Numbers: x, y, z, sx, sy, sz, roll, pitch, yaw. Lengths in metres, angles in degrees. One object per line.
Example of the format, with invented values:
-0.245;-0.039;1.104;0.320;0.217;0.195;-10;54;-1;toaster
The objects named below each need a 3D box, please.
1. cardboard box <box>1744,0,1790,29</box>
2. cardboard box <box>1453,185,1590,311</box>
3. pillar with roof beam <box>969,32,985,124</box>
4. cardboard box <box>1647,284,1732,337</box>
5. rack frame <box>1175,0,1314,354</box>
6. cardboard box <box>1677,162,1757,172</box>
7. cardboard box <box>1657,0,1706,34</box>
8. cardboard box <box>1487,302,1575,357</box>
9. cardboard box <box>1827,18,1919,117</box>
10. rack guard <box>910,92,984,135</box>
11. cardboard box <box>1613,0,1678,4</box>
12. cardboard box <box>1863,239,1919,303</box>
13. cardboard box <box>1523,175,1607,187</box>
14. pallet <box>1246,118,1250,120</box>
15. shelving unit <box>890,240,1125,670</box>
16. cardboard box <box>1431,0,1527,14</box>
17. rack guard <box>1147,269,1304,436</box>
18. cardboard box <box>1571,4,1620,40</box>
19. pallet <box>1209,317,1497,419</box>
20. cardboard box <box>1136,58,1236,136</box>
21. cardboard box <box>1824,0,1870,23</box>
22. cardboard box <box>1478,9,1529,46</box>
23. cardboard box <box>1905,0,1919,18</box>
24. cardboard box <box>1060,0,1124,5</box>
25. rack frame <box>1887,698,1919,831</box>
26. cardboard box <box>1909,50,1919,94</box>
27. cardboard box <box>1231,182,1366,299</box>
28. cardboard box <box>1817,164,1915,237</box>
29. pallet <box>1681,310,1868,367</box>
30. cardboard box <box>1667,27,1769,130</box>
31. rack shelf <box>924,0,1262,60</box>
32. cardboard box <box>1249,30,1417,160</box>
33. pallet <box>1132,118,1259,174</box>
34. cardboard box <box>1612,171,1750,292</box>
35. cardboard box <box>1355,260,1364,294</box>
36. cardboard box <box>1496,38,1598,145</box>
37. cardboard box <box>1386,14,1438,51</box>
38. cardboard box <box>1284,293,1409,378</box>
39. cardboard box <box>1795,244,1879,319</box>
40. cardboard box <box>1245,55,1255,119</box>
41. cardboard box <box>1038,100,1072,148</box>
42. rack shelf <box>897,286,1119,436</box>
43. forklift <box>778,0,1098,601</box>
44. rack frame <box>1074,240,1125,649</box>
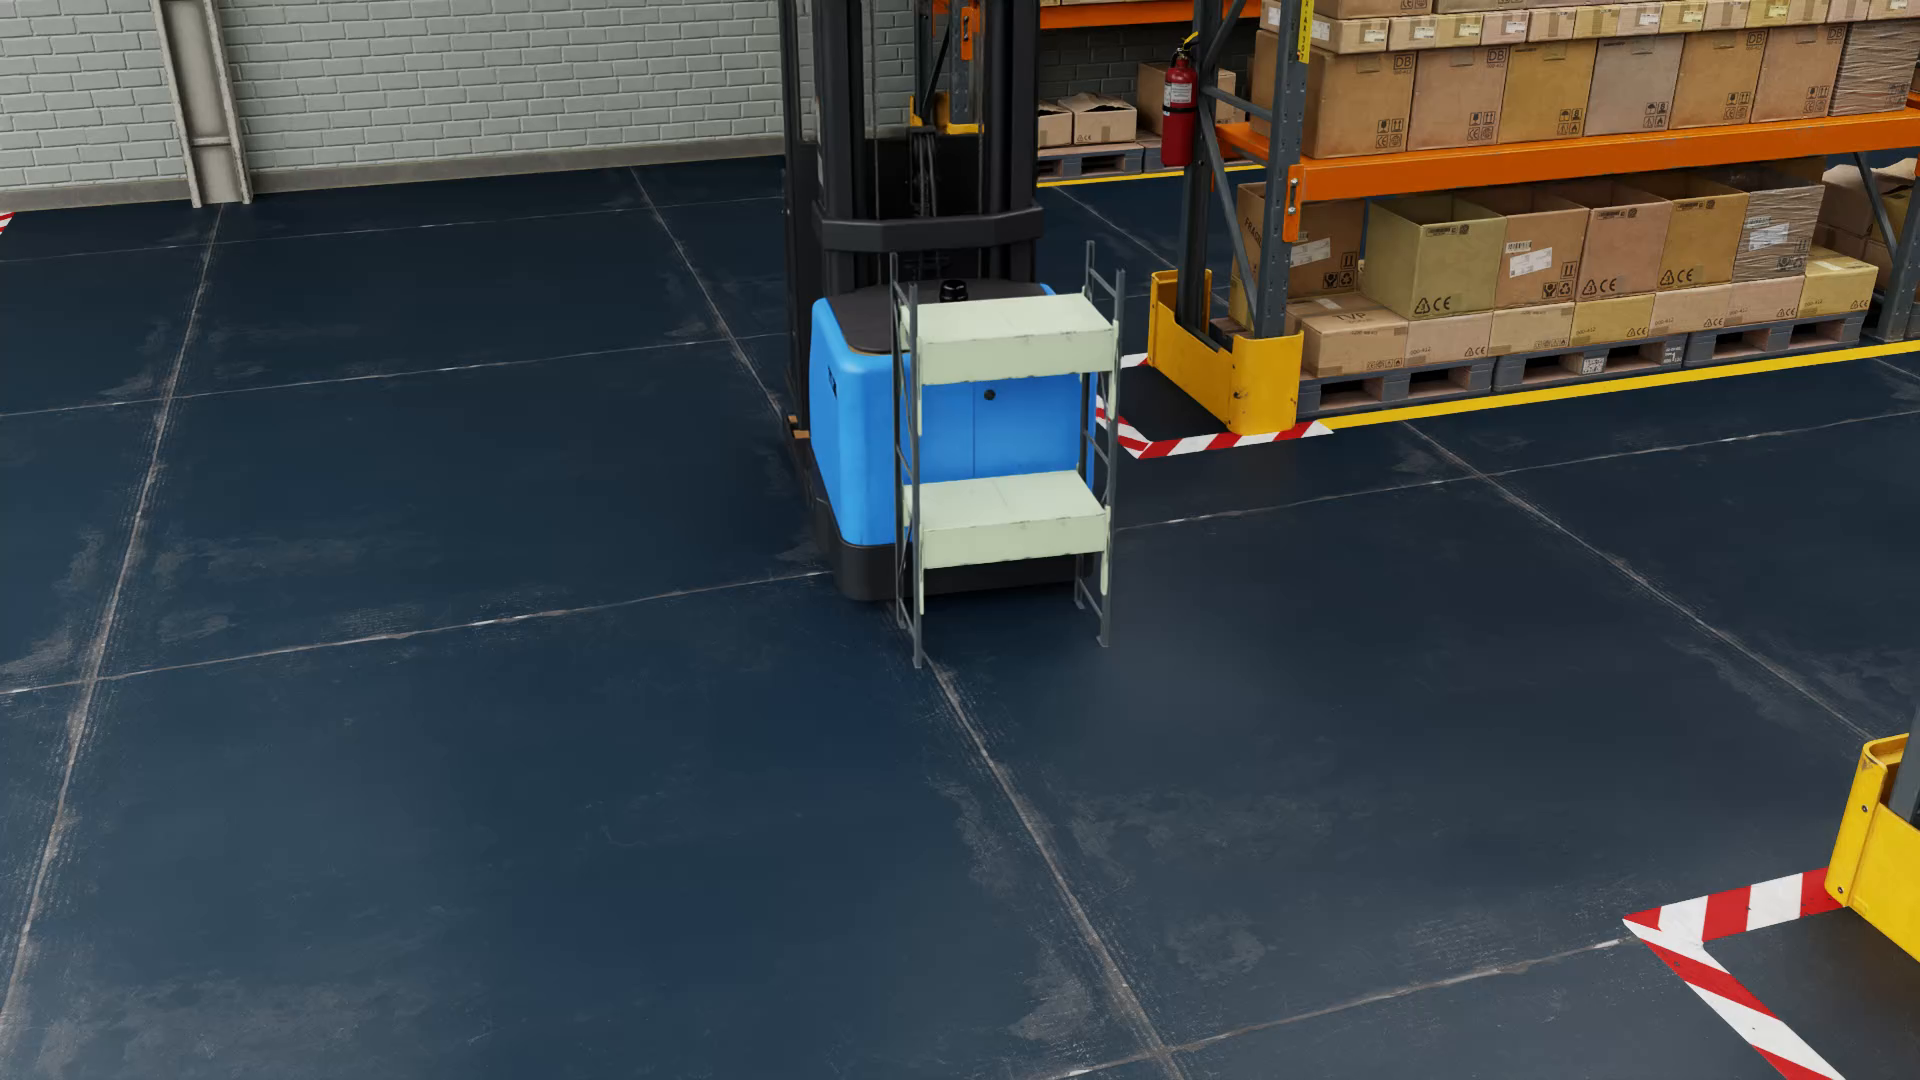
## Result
4.033;-2.749;8.573;0.250;0.149;0.380;-8;28;-16;cardboard box
2.915;-1.547;8.769;0.500;0.500;0.500;-8;28;-16;cardboard box
1.583;-5.554;8.317;0.400;9.000;9.100;-8;28;-16;pillar with roof beam
3.871;-1.342;9.199;0.500;0.250;0.500;-8;28;-16;cardboard box
1.390;-2.131;8.168;0.127;3.000;1.000;-8;28;-16;rack frame
4.183;-1.970;9.622;0.500;0.500;0.500;-8;28;-16;cardboard box
3.542;-2.677;8.426;0.250;0.149;0.380;-7;27;-14;cardboard box
2.919;-1.206;8.926;0.500;0.250;0.500;-8;28;-16;cardboard box
4.774;-2.662;9.127;0.500;0.500;0.700;-9;28;-17;cardboard box
-0.075;-3.115;12.963;0.348;0.500;1.175;-8;28;-16;rack guard
3.342;-3.036;8.421;0.500;0.500;0.700;-8;28;-16;cardboard box
5.654;-1.589;9.697;0.500;0.250;0.500;-9;28;-17;cardboard box
3.230;-1.835;9.349;0.500;0.500;0.500;-8;28;-16;cardboard box
3.028;-3.419;13.899;1.213;0.211;1.003;-8;28;-16;pallet
0.160;-0.304;6.177;0.755;1.500;0.431;-6;27;-11;shelving unit
2.387;-2.897;8.141;0.500;0.500;0.700;-9;28;-17;cardboard box
1.367;-1.008;8.717;0.348;0.500;1.175;-8;28;-16;rack guard
3.054;-2.607;8.286;0.250;0.149;0.380;-9;28;-17;cardboard box
2.104;-1.005;9.036;1.213;0.211;1.003;-8;28;-16;pallet
1.793;-3.518;13.278;0.500;0.500;0.700;-10;28;-19;cardboard box
4.517;-2.818;8.712;0.250;0.149;0.380;-9;28;-18;cardboard box
2.558;-2.534;8.139;0.250;0.149;0.380;-9;28;-17;cardboard box
5.001;-2.889;8.853;0.250;0.149;0.380;-8;28;-16;cardboard box
0.904;-4.177;12.436;0.500;0.250;0.500;-9;28;-18;cardboard box
2.921;-0.036;3.949;0.127;3.000;1.000;-8;28;-16;rack frame
5.648;-2.700;9.485;0.500;0.250;0.500;-7;27;-13;cardboard box
1.808;-1.623;8.922;0.500;0.500;0.500;-8;28;-16;cardboard box
5.490;-2.066;10.028;0.500;0.311;0.500;-8;28;-16;cardboard box
4.424;-1.341;9.713;1.213;0.211;1.003;-8;28;-16;pallet
3.796;-2.520;8.839;0.500;0.500;0.700;-8;27;-15;cardboard box
1.754;-4.178;13.101;4.000;0.370;1.077;-8;28;-16;rack shelf
1.838;-2.234;8.265;0.500;0.500;0.700;-8;28;-16;cardboard box
1.866;-3.249;13.558;1.213;0.211;1.003;-8;28;-16;pallet
3.867;-1.683;9.044;0.500;0.500;0.500;-8;28;-16;cardboard box
2.280;-1.360;9.236;0.500;0.250;0.500;-8;28;-16;cardboard box
2.810;-2.374;8.547;0.500;0.500;0.700;-8;28;-16;cardboard box
2.080;-2.466;8.003;0.250;0.149;0.380;-9;28;-17;cardboard box
1.969;-1.067;8.646;0.500;0.250;0.500;-8;28;-16;cardboard box
4.820;-1.482;9.481;0.500;0.250;0.500;-8;28;-16;cardboard box
2.681;-3.693;13.632;0.500;0.500;0.500;-10;28;-20;cardboard box
0.538;-3.274;13.001;0.500;0.311;0.500;-12;29;-22;cardboard box
0.160;-0.654;6.003;0.720;0.370;0.431;-6;27;-11;rack shelf
-0.256;-1.704;7.386;1.130;2.935;3.031;-5;27;-11;forklift
0.517;-0.340;6.248;0.023;1.500;0.400;-6;27;-11;rack frame
